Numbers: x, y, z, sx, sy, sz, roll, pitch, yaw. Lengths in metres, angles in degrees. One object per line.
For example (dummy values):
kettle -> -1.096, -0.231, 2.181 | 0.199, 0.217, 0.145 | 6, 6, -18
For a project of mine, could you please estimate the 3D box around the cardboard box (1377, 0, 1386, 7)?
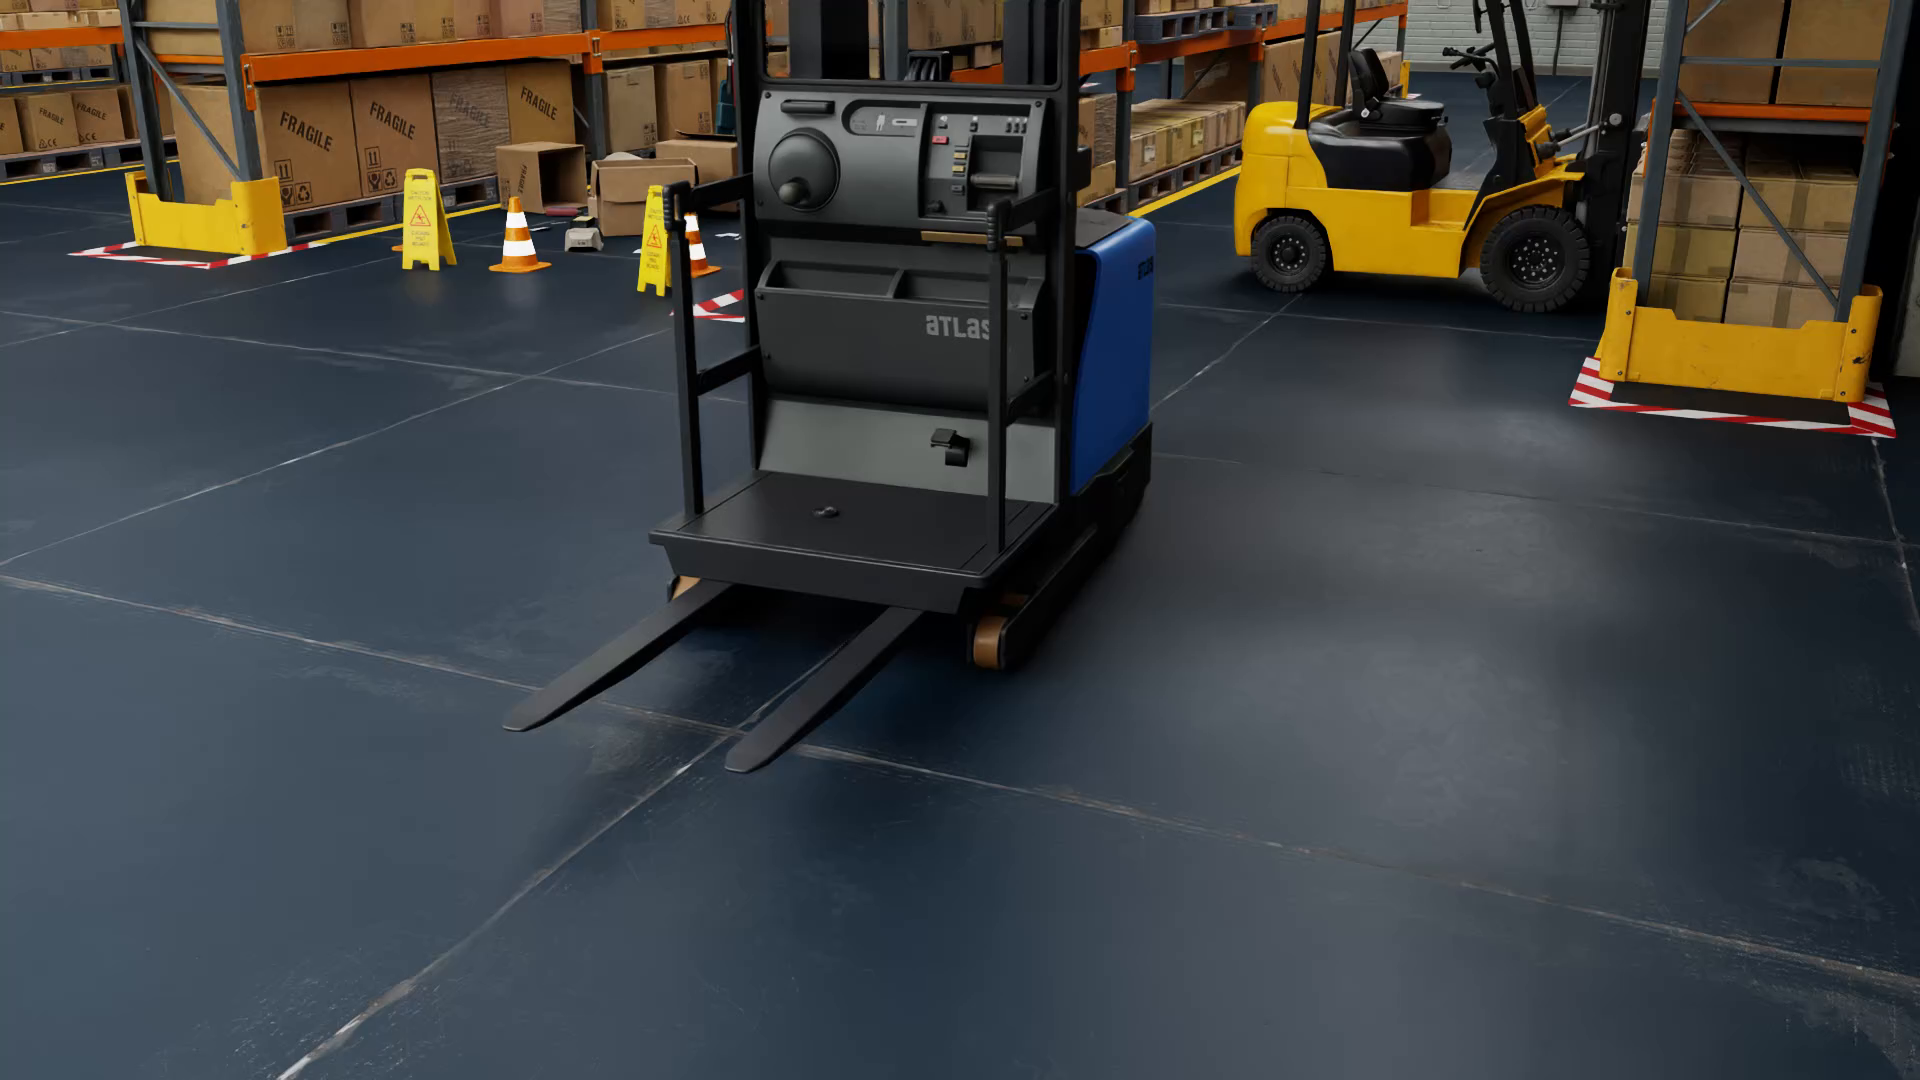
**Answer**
cardboard box -> 5.205, -7.152, 21.452 | 0.500, 0.500, 0.500 | 9, 22, 24

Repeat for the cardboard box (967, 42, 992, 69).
cardboard box -> -0.024, -3.044, 10.427 | 0.380, 0.149, 0.250 | 9, 21, 24

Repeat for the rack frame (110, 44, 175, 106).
rack frame -> -11.054, -7.352, 22.164 | 1.000, 3.000, 0.127 | 9, 21, 23

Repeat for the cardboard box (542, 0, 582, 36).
cardboard box -> -3.830, -4.694, 14.467 | 0.875, 0.550, 0.550 | 9, 21, 23

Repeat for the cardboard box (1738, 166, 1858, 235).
cardboard box -> 4.129, -1.681, 8.204 | 0.500, 0.250, 0.500 | 8, 21, 22

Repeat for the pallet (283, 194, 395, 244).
pallet -> -5.072, -2.456, 12.561 | 1.003, 0.211, 1.213 | 9, 21, 23

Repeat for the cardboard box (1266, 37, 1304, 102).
cardboard box -> 3.233, -4.981, 18.042 | 0.875, 0.875, 0.875 | 9, 21, 23

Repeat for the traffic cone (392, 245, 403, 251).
traffic cone -> -3.815, -2.287, 11.710 | 0.336, 0.463, 0.334 | 9, 21, 23

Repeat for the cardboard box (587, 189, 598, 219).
cardboard box -> -2.714, -2.671, 13.084 | 0.396, 0.266, 0.258 | 13, 23, 32

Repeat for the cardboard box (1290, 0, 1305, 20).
cardboard box -> 3.350, -5.676, 17.675 | 0.500, 0.250, 0.500 | 9, 22, 24

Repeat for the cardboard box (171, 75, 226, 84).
cardboard box -> -7.903, -4.664, 17.679 | 0.700, 0.500, 0.500 | 7, 21, 19

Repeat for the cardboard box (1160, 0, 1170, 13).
cardboard box -> 1.492, -4.370, 13.527 | 0.380, 0.149, 0.250 | 9, 21, 24

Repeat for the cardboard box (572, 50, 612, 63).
cardboard box -> -5.507, -6.620, 22.651 | 1.225, 0.875, 0.875 | 8, 21, 21

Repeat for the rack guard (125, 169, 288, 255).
rack guard -> -5.338, -2.330, 11.774 | 1.175, 0.500, 0.348 | 9, 21, 23

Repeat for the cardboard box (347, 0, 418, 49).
cardboard box -> -4.668, -4.030, 12.601 | 0.875, 0.550, 0.550 | 9, 21, 23

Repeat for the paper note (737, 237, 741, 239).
paper note -> -1.607, -2.208, 12.163 | 0.032, 0.001, 0.123 | 9, 21, 23

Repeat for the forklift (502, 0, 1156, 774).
forklift -> -0.265, -1.152, 4.835 | 1.130, 2.935, 3.031 | 7, 21, 19

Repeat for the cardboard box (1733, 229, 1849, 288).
cardboard box -> 4.141, -1.440, 8.272 | 0.500, 0.250, 0.500 | 9, 21, 24

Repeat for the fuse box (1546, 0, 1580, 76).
fuse box -> 9.926, -8.545, 27.442 | 0.539, 1.711, 0.414 | 9, 21, 23

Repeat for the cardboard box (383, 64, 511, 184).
cardboard box -> -4.377, -3.476, 13.810 | 0.875, 0.875, 0.875 | 9, 21, 23

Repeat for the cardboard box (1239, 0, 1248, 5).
cardboard box -> 2.480, -5.084, 15.537 | 0.380, 0.149, 0.250 | 8, 21, 22

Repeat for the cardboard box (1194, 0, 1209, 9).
cardboard box -> 1.941, -4.689, 14.426 | 0.380, 0.149, 0.250 | 9, 22, 25

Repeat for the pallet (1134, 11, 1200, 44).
pallet -> 1.313, -4.213, 13.624 | 1.003, 0.211, 1.213 | 9, 21, 23

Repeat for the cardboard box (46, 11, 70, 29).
cardboard box -> -8.551, -4.850, 15.503 | 0.380, 0.149, 0.250 | 9, 21, 23

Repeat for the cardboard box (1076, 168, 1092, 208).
cardboard box -> 0.662, -2.610, 12.308 | 0.500, 0.250, 0.500 | 8, 21, 21

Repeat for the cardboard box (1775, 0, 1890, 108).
cardboard box -> 4.216, -2.347, 7.943 | 0.500, 0.500, 0.500 | 9, 22, 24

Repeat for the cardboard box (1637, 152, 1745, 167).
cardboard box -> 3.867, -1.901, 8.821 | 0.500, 0.250, 0.500 | 9, 21, 24

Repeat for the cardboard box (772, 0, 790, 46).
cardboard box -> -0.800, -3.258, 10.059 | 0.500, 0.500, 0.500 | 8, 21, 22

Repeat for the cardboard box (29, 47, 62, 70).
cardboard box -> -14.496, -7.636, 26.037 | 0.500, 0.500, 0.500 | 8, 21, 21

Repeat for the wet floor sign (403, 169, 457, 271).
wet floor sign -> -3.533, -2.125, 10.982 | 0.267, 0.644, 0.232 | 5, 20, 13

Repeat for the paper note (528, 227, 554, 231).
paper note -> -3.154, -2.349, 12.531 | 0.144, 0.017, 0.142 | 18, 26, 41

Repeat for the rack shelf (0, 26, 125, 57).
rack shelf -> -8.993, -4.499, 15.216 | 1.077, 0.370, 4.000 | 9, 21, 23

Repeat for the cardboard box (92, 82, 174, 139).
cardboard box -> -8.374, -4.353, 16.835 | 0.500, 0.500, 0.500 | 8, 21, 21

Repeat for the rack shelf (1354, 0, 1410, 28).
rack shelf -> 4.962, -6.807, 21.708 | 1.077, 0.370, 4.000 | 9, 21, 23

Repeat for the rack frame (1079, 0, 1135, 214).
rack frame -> 0.867, -4.089, 12.991 | 1.000, 3.000, 0.127 | 9, 21, 23

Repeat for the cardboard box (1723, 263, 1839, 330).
cardboard box -> 4.139, -1.212, 8.378 | 0.500, 0.250, 0.500 | 9, 21, 23

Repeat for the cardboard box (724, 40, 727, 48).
cardboard box -> -3.821, -7.830, 26.052 | 0.875, 0.875, 0.875 | 9, 21, 23

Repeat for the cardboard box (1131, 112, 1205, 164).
cardboard box -> 1.654, -3.643, 15.031 | 0.950, 0.372, 0.625 | 9, 22, 24

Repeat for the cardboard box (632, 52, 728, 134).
cardboard box -> -2.738, -4.657, 17.318 | 1.050, 0.750, 0.750 | 9, 21, 24

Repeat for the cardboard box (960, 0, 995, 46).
cardboard box -> -0.114, -3.319, 10.233 | 0.500, 0.500, 0.500 | 9, 22, 24

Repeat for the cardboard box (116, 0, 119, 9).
cardboard box -> -8.414, -5.507, 16.385 | 0.875, 0.500, 0.500 | 9, 21, 23

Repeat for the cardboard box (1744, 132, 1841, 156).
cardboard box -> 4.959, -2.296, 9.934 | 0.500, 0.250, 0.500 | 9, 21, 23

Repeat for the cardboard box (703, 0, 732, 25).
cardboard box -> -2.608, -5.371, 16.445 | 0.500, 0.500, 0.500 | 9, 21, 24

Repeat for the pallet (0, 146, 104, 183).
pallet -> -8.915, -3.551, 15.639 | 1.003, 0.211, 1.213 | 9, 21, 23

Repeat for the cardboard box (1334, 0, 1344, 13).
cardboard box -> 4.190, -6.293, 19.410 | 0.500, 0.250, 0.500 | 8, 21, 21

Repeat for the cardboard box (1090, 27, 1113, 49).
cardboard box -> 0.918, -3.754, 12.422 | 0.380, 0.149, 0.250 | 9, 22, 24

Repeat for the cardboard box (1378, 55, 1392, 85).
cardboard box -> 5.235, -6.252, 22.269 | 0.875, 0.438, 0.875 | 9, 22, 24

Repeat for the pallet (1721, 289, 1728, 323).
pallet -> 4.034, -1.113, 8.782 | 1.003, 0.211, 1.213 | 9, 21, 23

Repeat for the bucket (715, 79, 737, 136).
bucket -> -1.642, -3.554, 14.102 | 0.726, 0.611, 0.620 | 18, 16, 41

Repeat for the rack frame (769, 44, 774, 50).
rack frame -> -2.052, -5.961, 18.253 | 1.000, 3.000, 0.127 | 9, 21, 23

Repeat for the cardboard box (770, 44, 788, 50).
cardboard box -> -2.011, -5.579, 19.164 | 0.500, 0.250, 0.500 | 8, 21, 21

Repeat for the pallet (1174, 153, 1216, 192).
pallet -> 1.683, -3.388, 15.181 | 1.003, 0.211, 1.213 | 9, 21, 23
